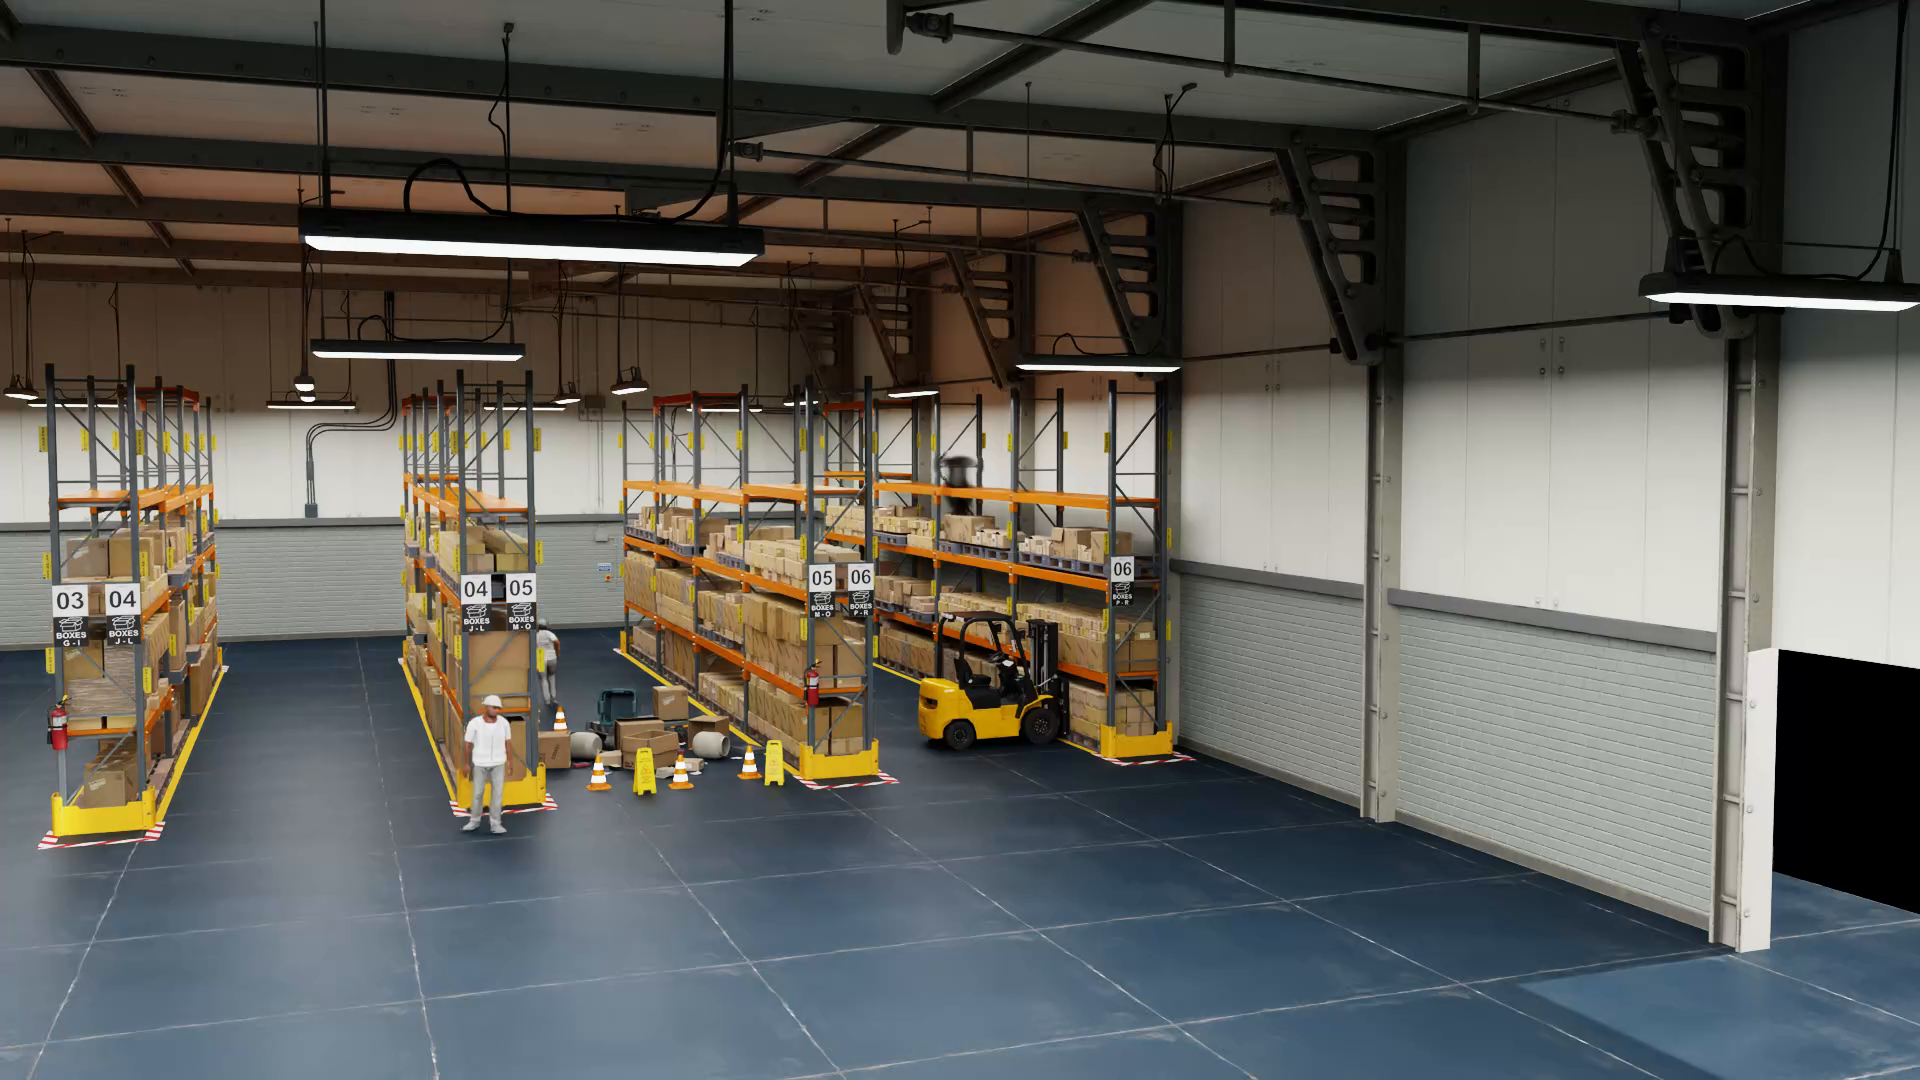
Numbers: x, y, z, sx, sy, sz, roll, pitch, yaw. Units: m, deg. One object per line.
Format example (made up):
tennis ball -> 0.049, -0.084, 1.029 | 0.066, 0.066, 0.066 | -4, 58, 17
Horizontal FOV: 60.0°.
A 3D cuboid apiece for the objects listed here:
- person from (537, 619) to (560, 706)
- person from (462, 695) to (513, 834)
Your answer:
person -> -7.870, 2.340, 31.428 | 0.592, 1.703, 0.713 | -1, 4, -21
person -> -6.073, 2.872, 21.362 | 0.630, 1.770, 0.491 | -2, 4, -29
